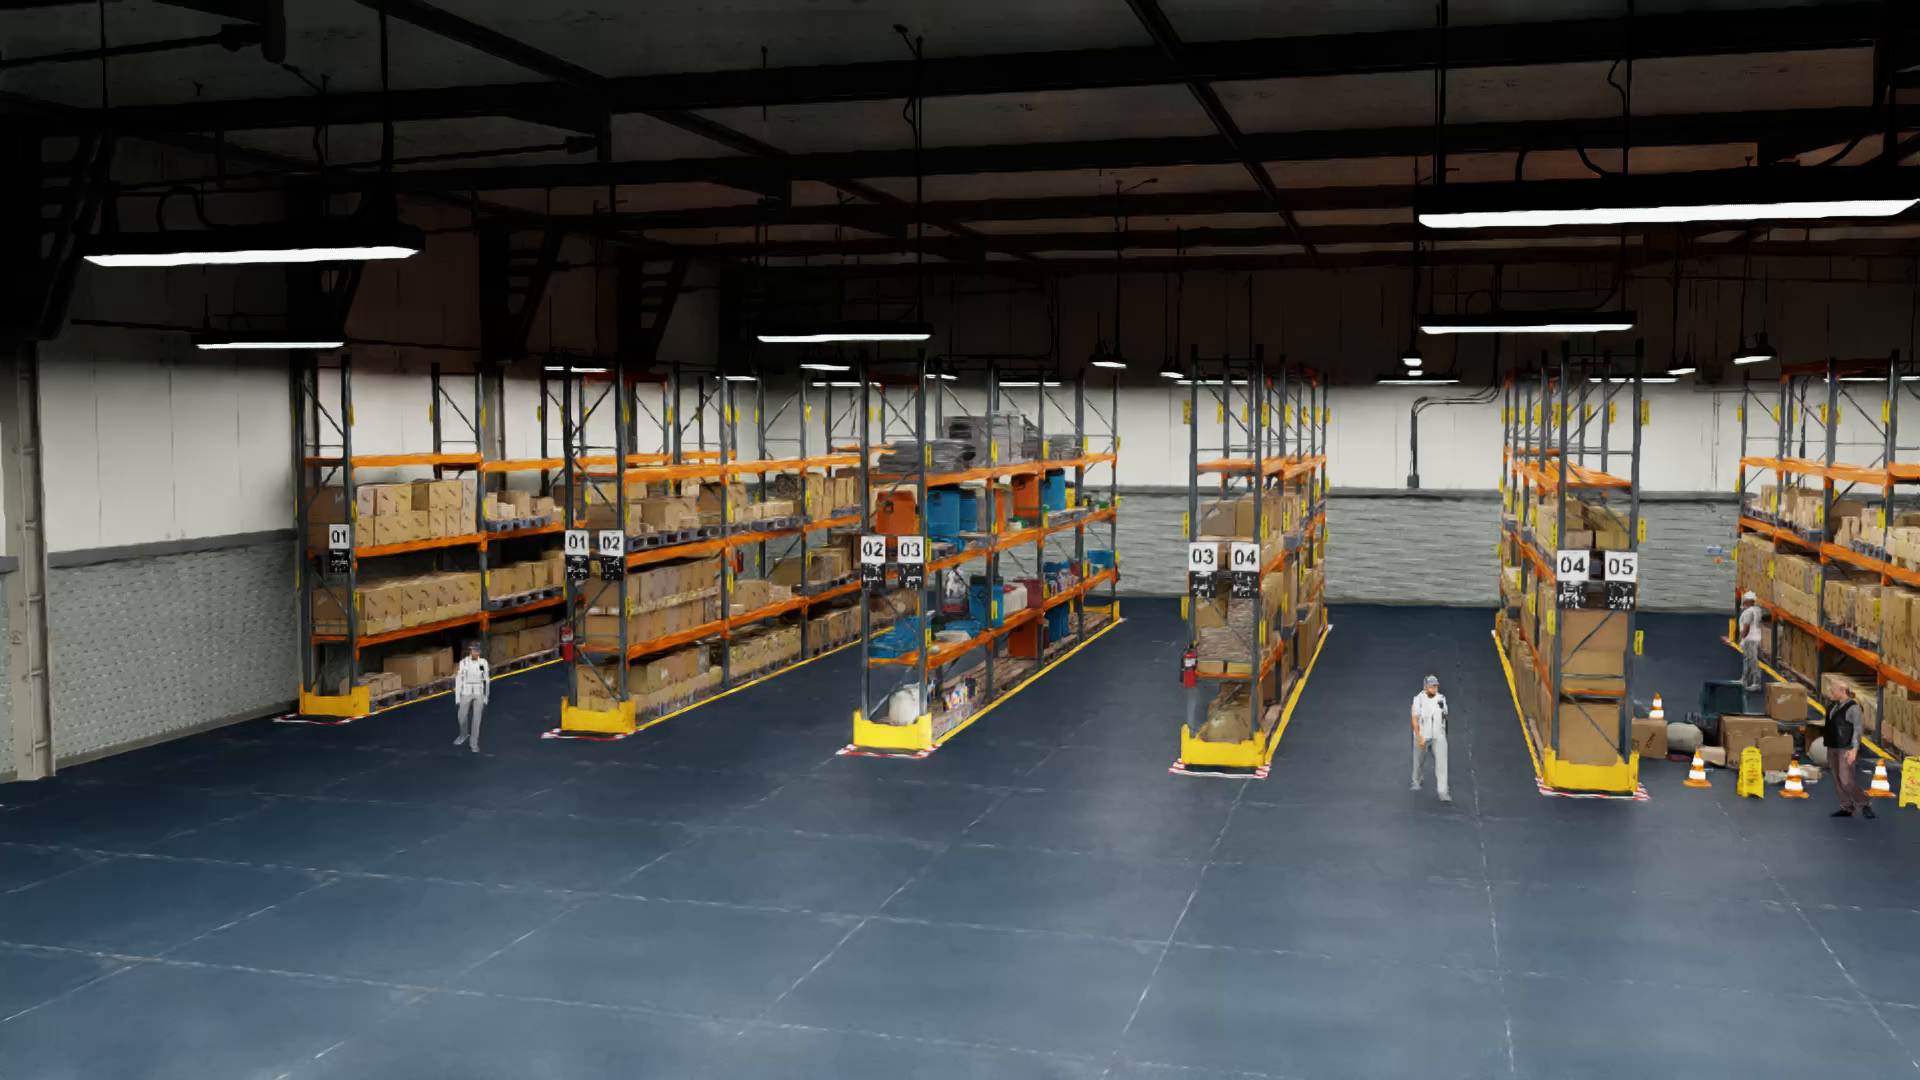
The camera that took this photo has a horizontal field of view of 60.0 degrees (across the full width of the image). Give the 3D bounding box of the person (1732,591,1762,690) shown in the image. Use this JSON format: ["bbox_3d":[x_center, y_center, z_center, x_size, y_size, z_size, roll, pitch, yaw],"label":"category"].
[{"bbox_3d":[14.404,1.817,30.409,0.594,1.782,0.678,3,5,36],"label":"person"}]

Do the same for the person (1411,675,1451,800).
[{"bbox_3d":[6.158,2.554,21.810,0.491,1.593,1.000,1,4,7],"label":"person"}]

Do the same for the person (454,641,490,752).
[{"bbox_3d":[-7.282,2.313,24.811,0.538,1.671,0.482,-2,5,-21],"label":"person"}]

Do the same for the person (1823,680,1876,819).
[{"bbox_3d":[10.993,2.597,20.570,0.471,1.706,0.690,-1,4,-12],"label":"person"}]

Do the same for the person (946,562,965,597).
[{"bbox_3d":[-0.110,1.258,38.663,0.550,1.663,0.585,3,5,38],"label":"person"}]
